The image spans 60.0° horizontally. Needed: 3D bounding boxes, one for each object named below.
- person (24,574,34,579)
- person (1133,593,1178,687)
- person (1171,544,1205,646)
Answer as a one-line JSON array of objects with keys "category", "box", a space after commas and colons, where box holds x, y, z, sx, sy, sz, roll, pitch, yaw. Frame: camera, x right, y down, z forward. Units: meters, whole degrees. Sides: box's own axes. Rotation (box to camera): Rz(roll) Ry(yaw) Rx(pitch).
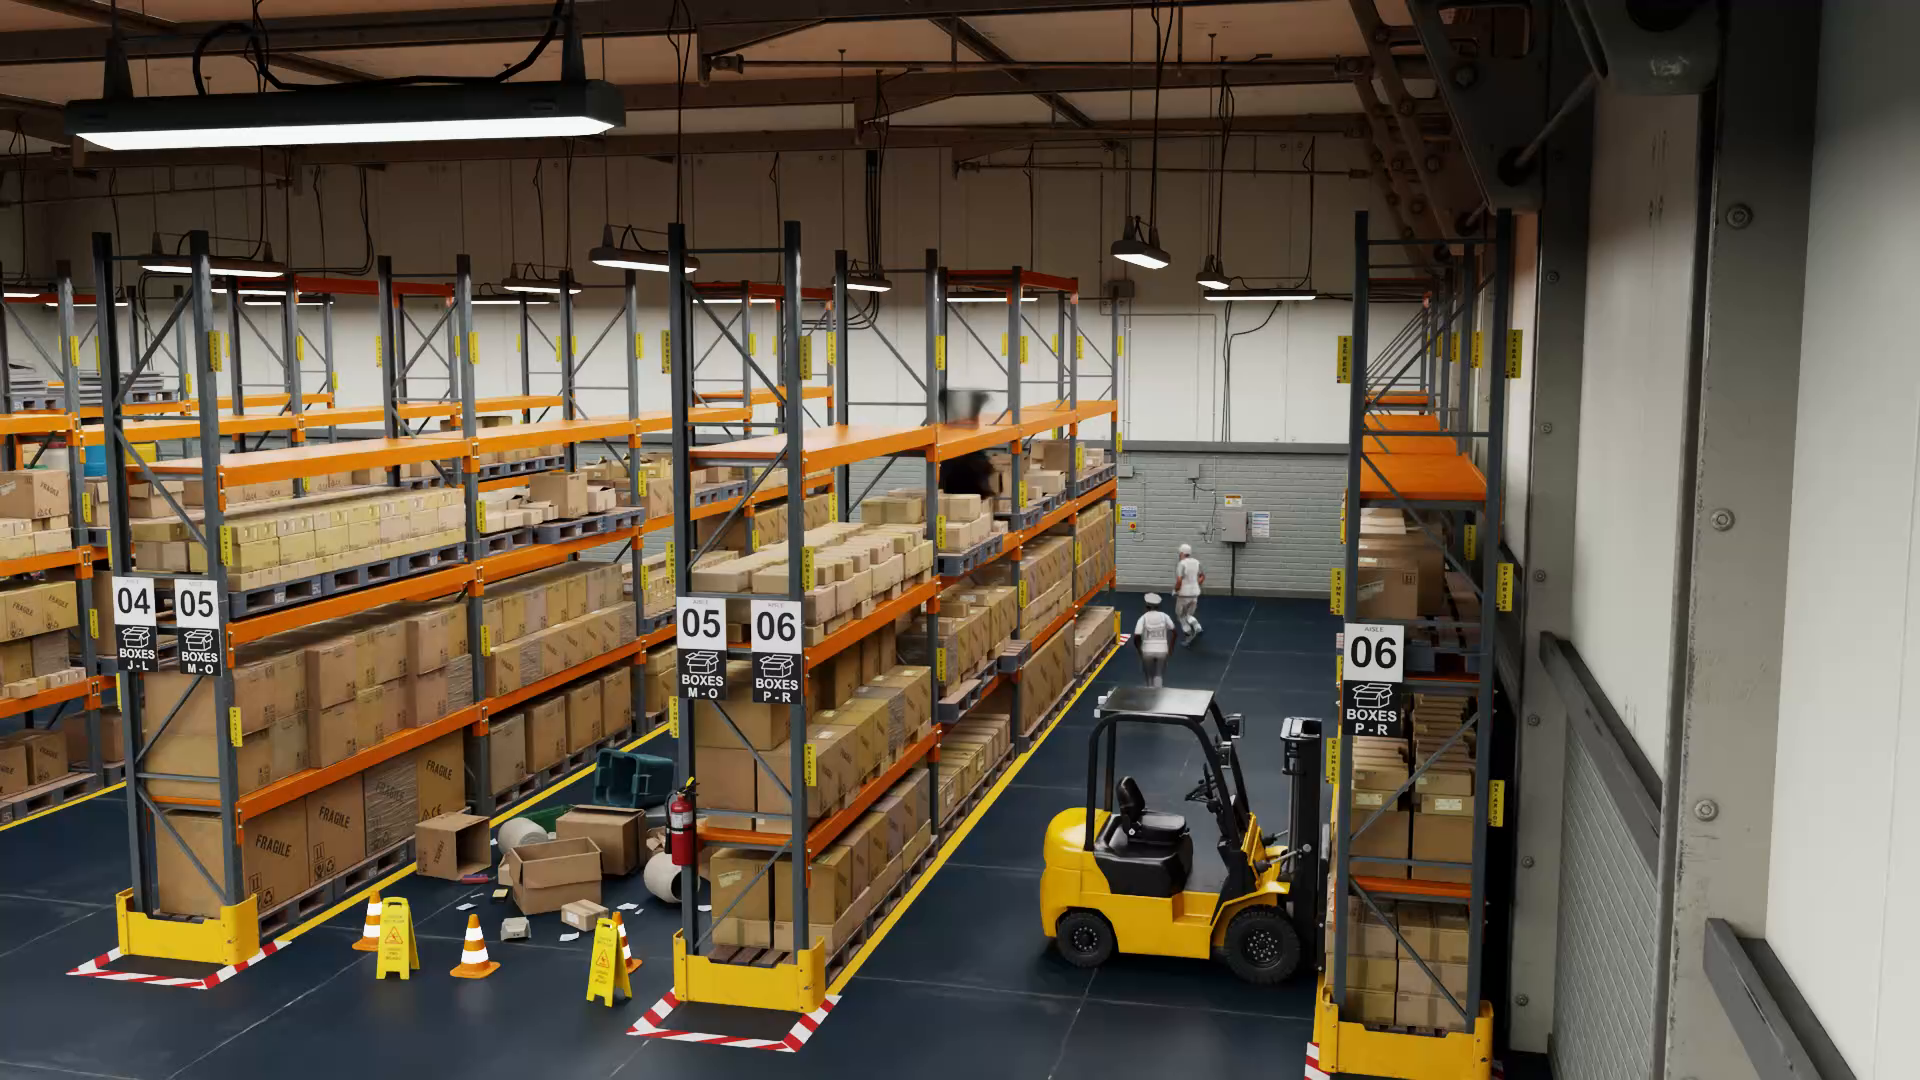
[{"category": "person", "box": [-15.016, 1.118, 26.860, 0.738, 1.589, 0.886, 0, 7, 0]}, {"category": "person", "box": [2.698, 1.570, 22.920, 0.619, 1.642, 0.579, 0, 7, -4]}, {"category": "person", "box": [3.863, 0.936, 27.746, 0.648, 1.734, 0.628, -4, 8, -30]}]
